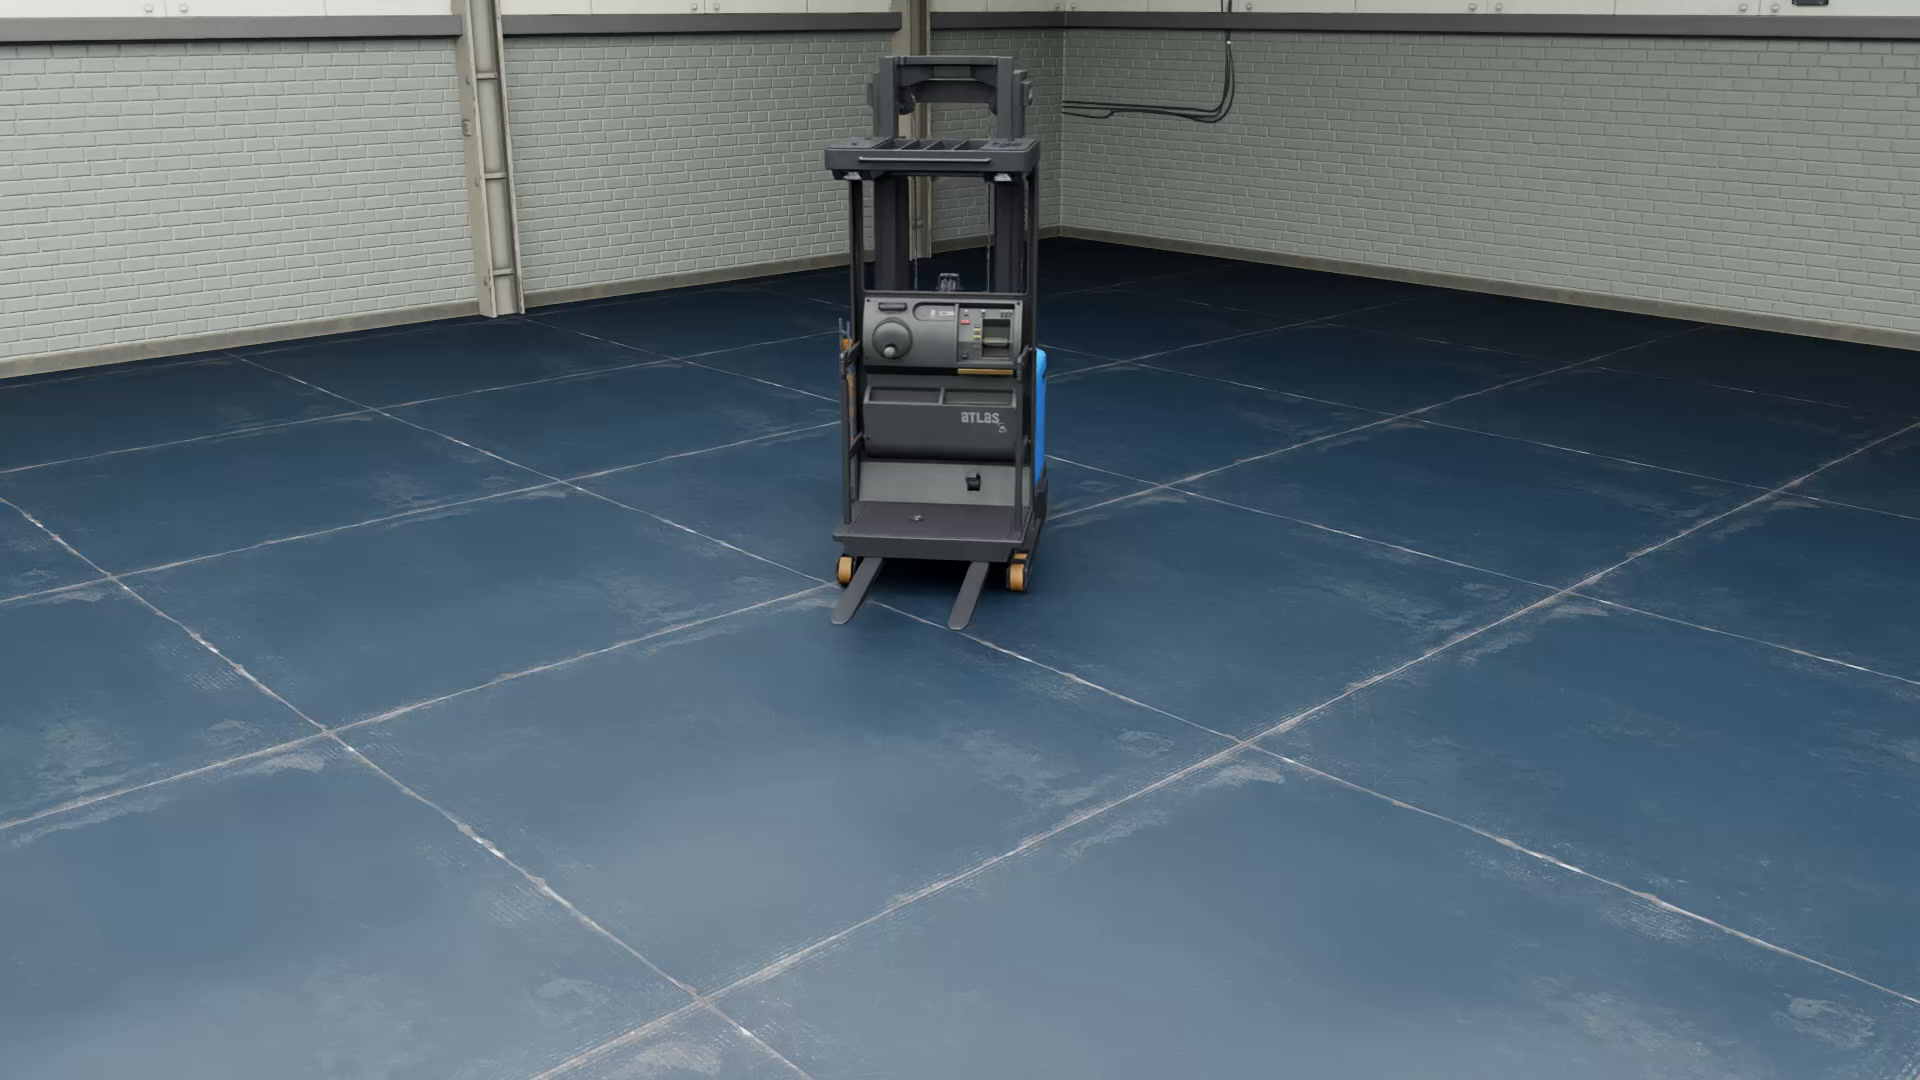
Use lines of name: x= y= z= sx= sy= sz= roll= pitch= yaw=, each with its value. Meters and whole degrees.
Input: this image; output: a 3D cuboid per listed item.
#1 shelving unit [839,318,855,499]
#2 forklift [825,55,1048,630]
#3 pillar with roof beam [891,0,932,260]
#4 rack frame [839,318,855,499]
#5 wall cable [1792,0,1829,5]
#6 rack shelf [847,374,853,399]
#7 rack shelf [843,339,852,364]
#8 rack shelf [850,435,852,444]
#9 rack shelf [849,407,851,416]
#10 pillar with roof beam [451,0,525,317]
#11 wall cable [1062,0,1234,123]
shelving unit: x=-0.525 y=-0.908 z=11.307 sx=0.503 sy=1.200 sz=0.258 roll=-6 pitch=14 yaw=-17
forklift: x=-0.126 y=-1.208 z=9.459 sx=1.130 sy=2.935 sz=3.031 roll=2 pitch=18 yaw=7
pillar with roof beam: x=2.336 y=-7.053 z=17.648 sx=0.400 sy=9.000 sz=9.100 roll=-16 pitch=24 yaw=-41
rack frame: x=-0.757 y=-0.885 z=11.236 sx=0.015 sy=1.200 sz=0.240 roll=-6 pitch=14 yaw=-17
wall cable: x=8.938 y=-7.833 z=14.539 sx=0.169 sy=6.003 sz=2.305 roll=-16 pitch=24 yaw=-41
rack shelf: x=-0.529 y=-1.061 z=11.271 sx=0.480 sy=0.148 sz=0.258 roll=-6 pitch=14 yaw=-17
rack shelf: x=-0.535 y=-1.291 z=11.218 sx=0.480 sy=0.148 sz=0.258 roll=-6 pitch=14 yaw=-17
rack shelf: x=-0.518 y=-0.649 z=11.367 sx=0.480 sy=0.148 sz=0.258 roll=-6 pitch=14 yaw=-17
rack shelf: x=-0.523 y=-0.843 z=11.322 sx=0.480 sy=0.148 sz=0.258 roll=-6 pitch=14 yaw=-17
pillar with roof beam: x=-2.024 y=-5.782 z=13.727 sx=0.400 sy=9.000 sz=9.100 roll=-16 pitch=24 yaw=-41
wall cable: x=2.427 y=-6.869 z=22.114 sx=0.112 sy=2.526 sz=3.097 roll=-16 pitch=24 yaw=-41
